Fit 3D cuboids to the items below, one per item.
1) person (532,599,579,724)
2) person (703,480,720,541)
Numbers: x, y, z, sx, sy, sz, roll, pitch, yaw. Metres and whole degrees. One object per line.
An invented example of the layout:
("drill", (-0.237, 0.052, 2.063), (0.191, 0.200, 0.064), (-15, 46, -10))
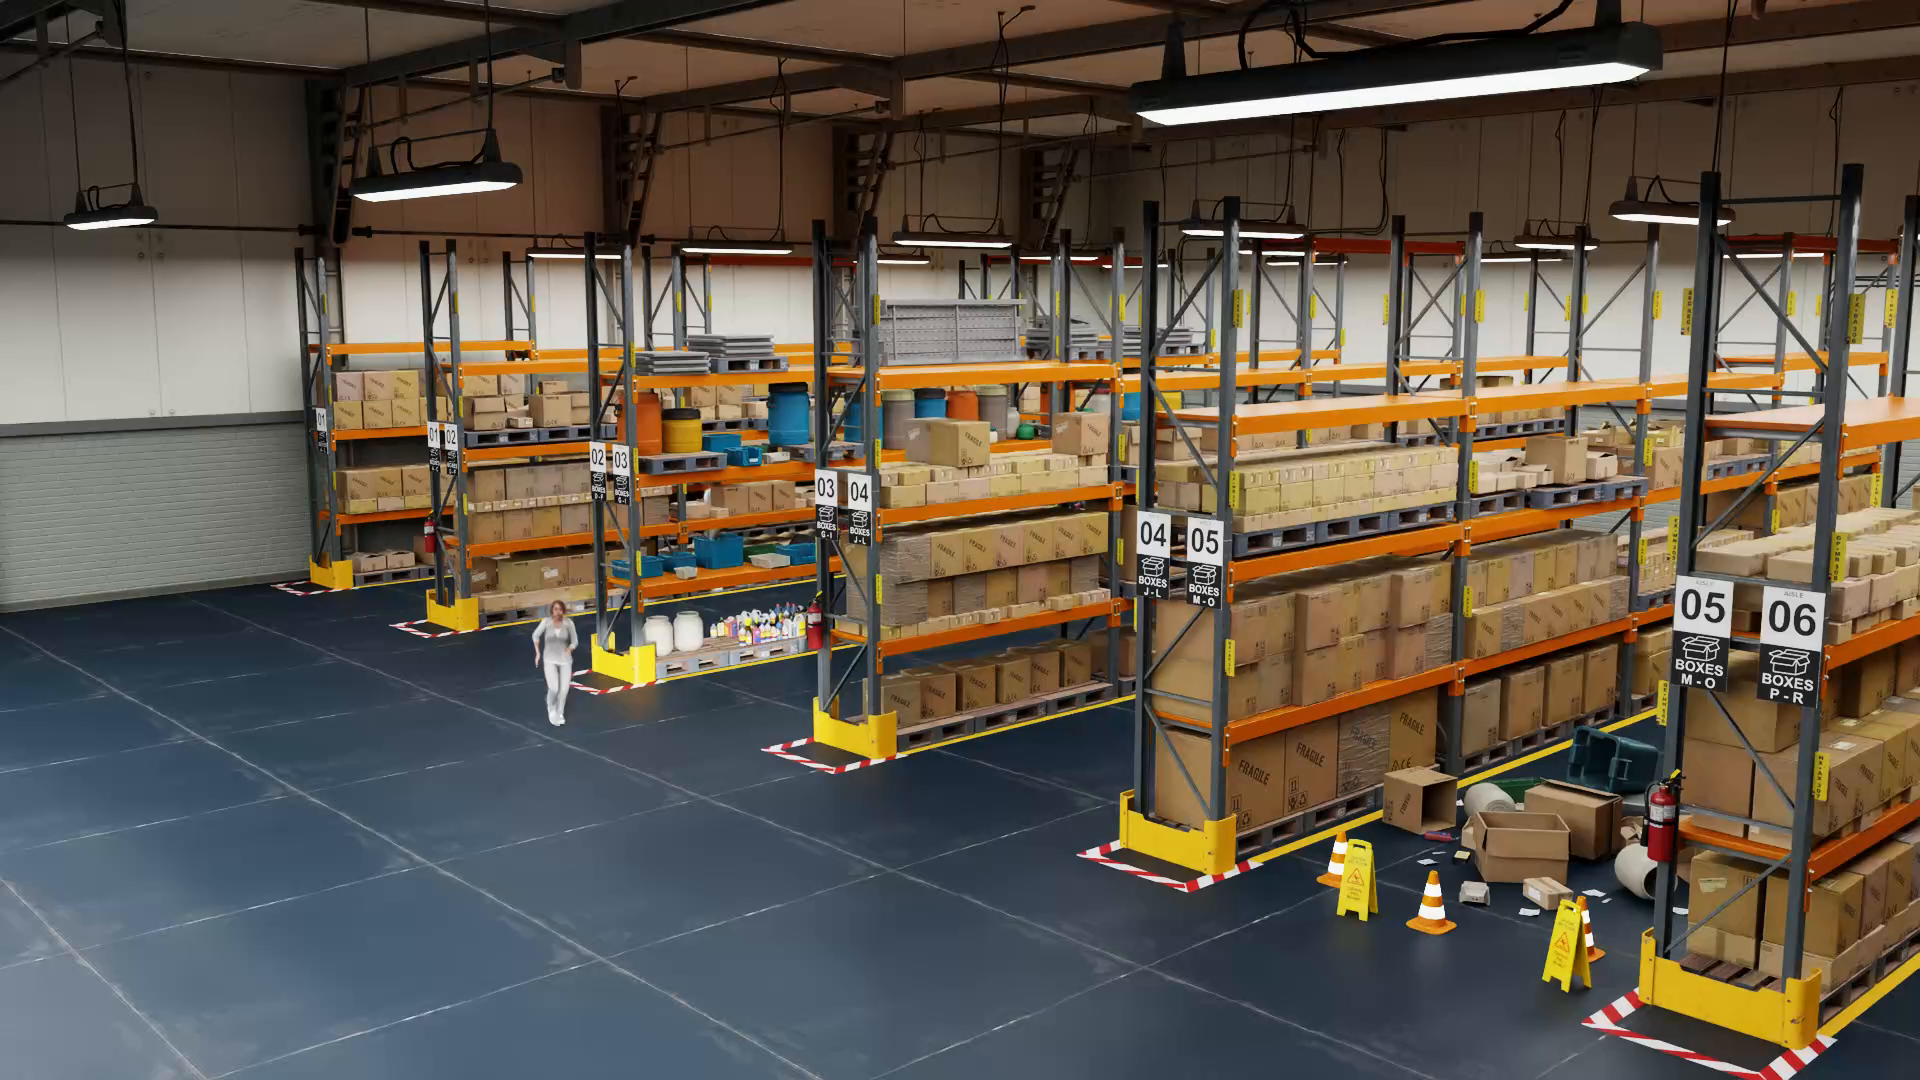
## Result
("person", (-4.819, 1.475, 19.896), (0.508, 1.554, 0.690), (-3, 9, -21))
("person", (-4.679, -0.371, 31.897), (0.682, 1.765, 0.849), (6, 10, 35))
